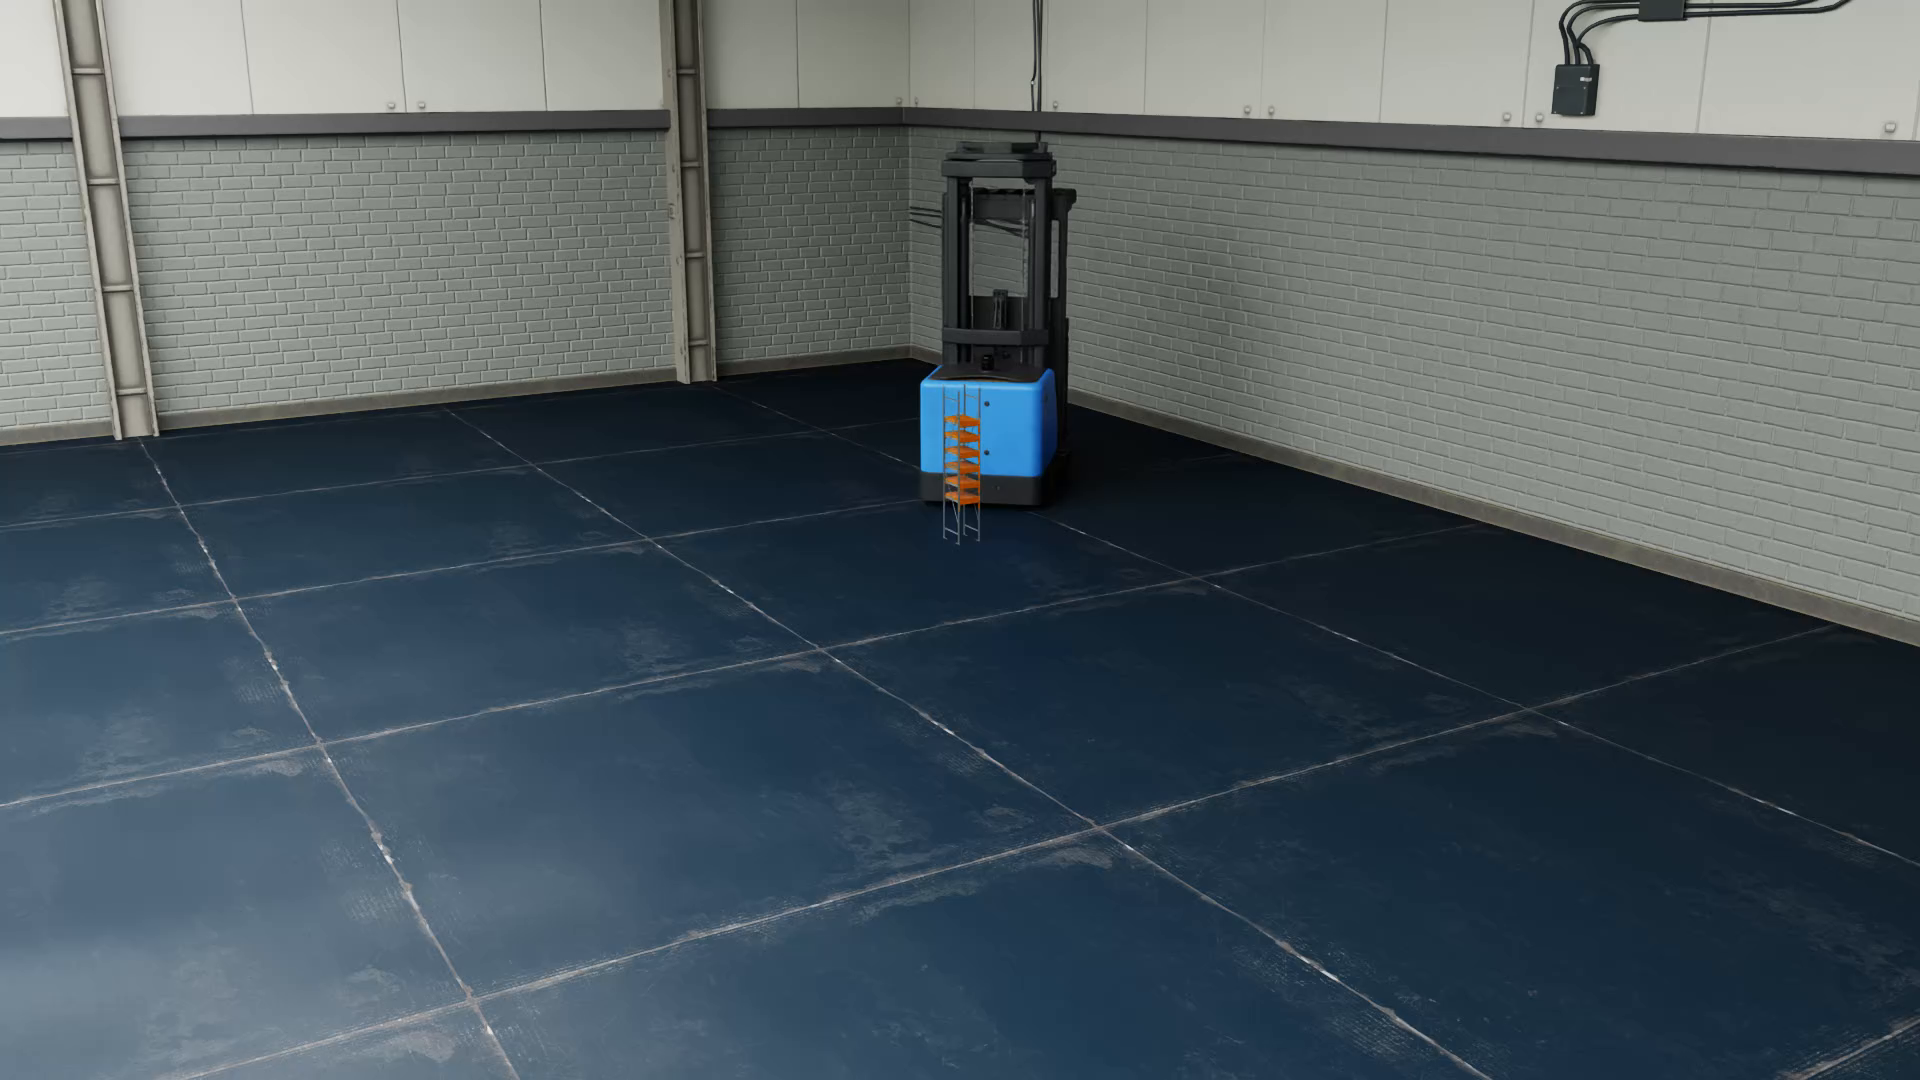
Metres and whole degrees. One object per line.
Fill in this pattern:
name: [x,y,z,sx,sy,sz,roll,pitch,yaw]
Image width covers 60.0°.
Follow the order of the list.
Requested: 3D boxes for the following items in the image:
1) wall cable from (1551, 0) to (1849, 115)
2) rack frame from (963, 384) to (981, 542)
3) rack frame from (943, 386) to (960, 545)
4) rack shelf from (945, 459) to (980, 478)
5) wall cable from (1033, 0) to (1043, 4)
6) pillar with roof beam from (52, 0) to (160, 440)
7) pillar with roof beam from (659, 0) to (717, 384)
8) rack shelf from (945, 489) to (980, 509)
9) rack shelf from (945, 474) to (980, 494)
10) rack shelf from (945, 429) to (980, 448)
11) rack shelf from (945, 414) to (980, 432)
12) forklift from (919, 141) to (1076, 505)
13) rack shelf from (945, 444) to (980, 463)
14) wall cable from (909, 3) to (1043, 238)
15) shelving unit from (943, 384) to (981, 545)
wall cable: [4.973,-5.761,10.489,0.169,6.003,2.305,-9,18,-30]
rack frame: [0.091,-0.592,12.800,0.006,1.200,0.240,-9,18,-30]
rack frame: [-0.066,-0.567,12.710,0.006,1.200,0.240,-9,18,-30]
rack shelf: [0.012,-0.537,12.767,0.180,0.103,0.258,-9,18,-30]
wall cable: [1.491,-6.633,16.296,0.112,2.526,3.097,-9,18,-30]
pillar with roof beam: [-6.034,-4.389,11.893,0.400,9.000,9.100,-9,18,-30]
pillar with roof beam: [-0.891,-5.223,14.869,0.400,9.000,9.100,-9,18,-30]
rack shelf: [0.012,-0.306,12.832,0.180,0.103,0.258,-9,18,-30]
rack shelf: [0.012,-0.421,12.799,0.180,0.103,0.258,-9,18,-30]
rack shelf: [0.012,-0.768,12.702,0.180,0.103,0.258,-9,18,-30]
rack shelf: [0.012,-0.884,12.670,0.180,0.103,0.258,-9,18,-30]
forklift: [0.428,-2.048,14.785,1.130,2.935,3.031,3,16,10]
rack shelf: [0.012,-0.653,12.735,0.180,0.103,0.258,-9,18,-30]
wall cable: [0.098,-4.827,19.211,0.112,2.526,3.097,-9,18,-30]
shelving unit: [0.012,-0.580,12.755,0.189,1.200,0.258,-9,18,-30]
